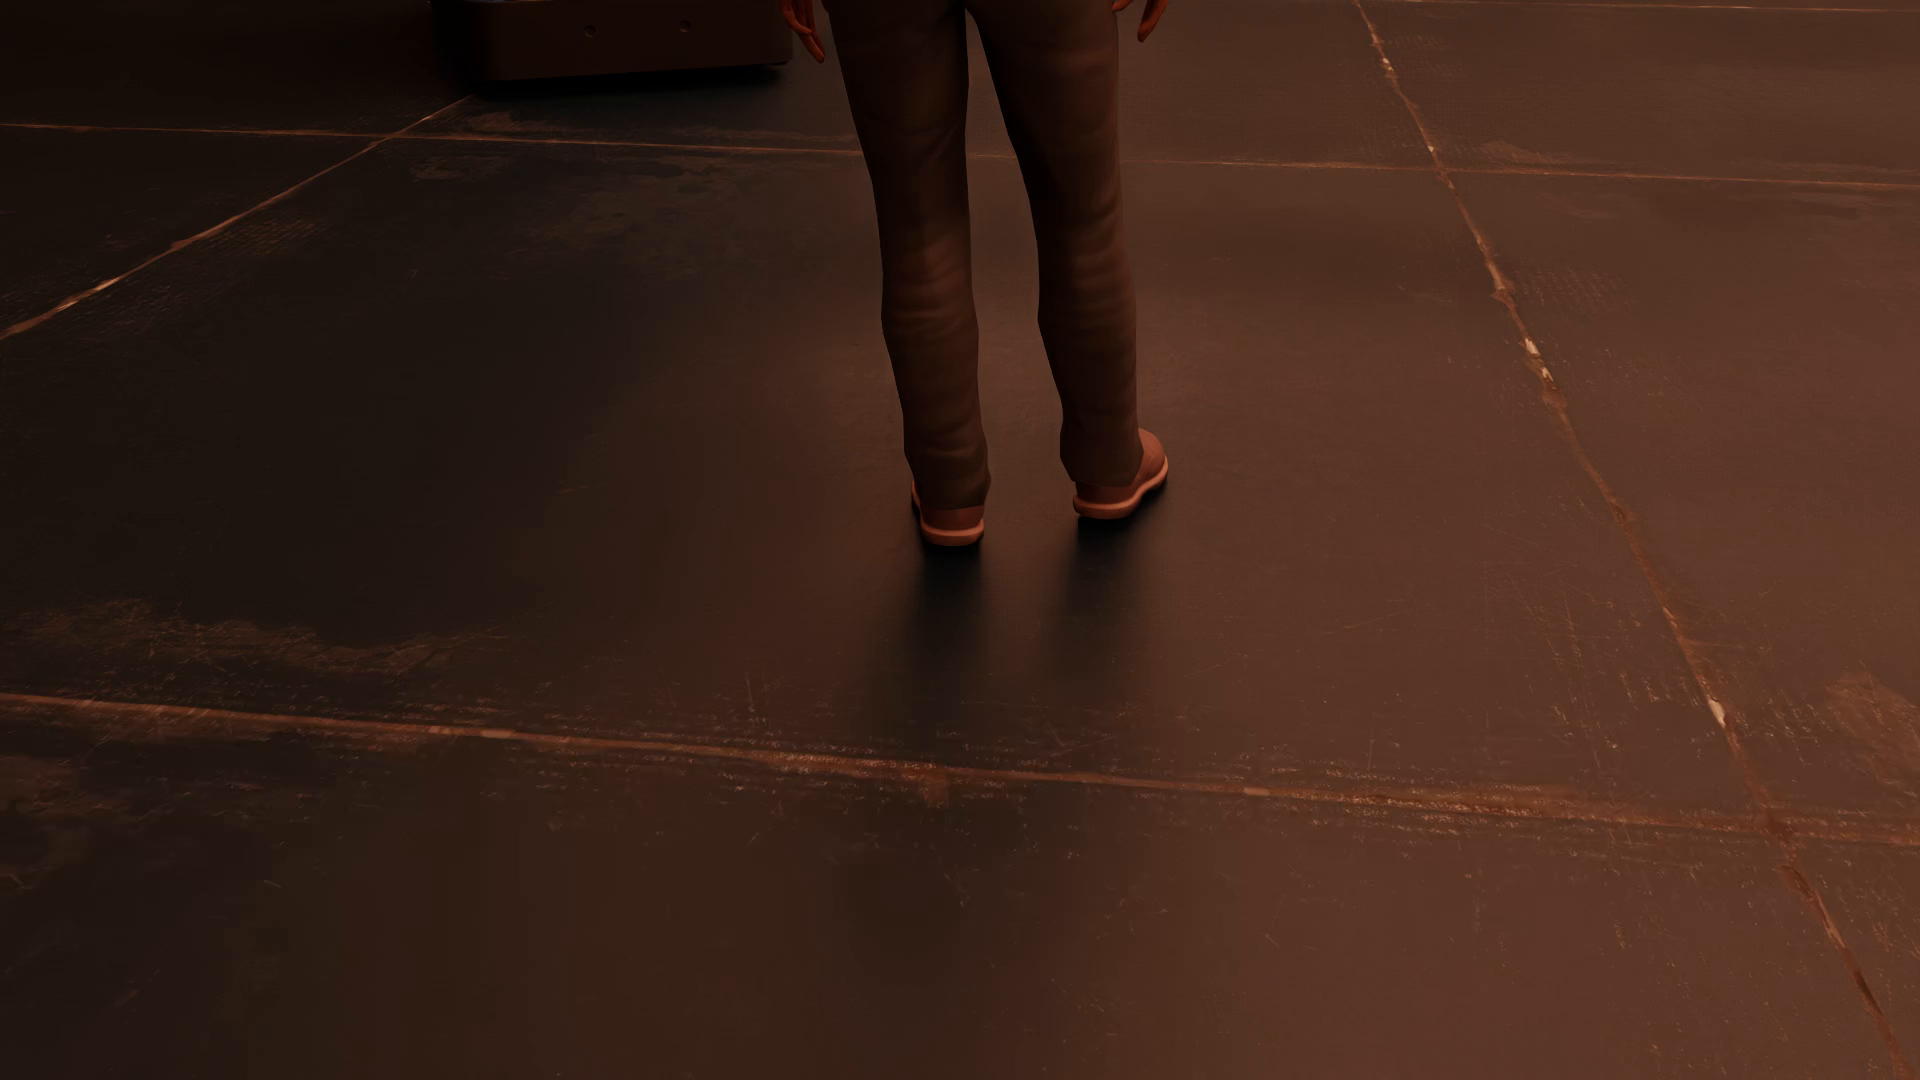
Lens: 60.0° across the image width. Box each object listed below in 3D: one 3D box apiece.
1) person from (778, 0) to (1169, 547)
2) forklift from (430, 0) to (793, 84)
[{"bbox_3d":[0.032,-0.785,2.203,0.569,1.656,0.503,3,27,7],"label":"person"},{"bbox_3d":[-1.520,-3.393,6.019,1.130,2.935,3.031,-9,28,-17],"label":"forklift"}]
